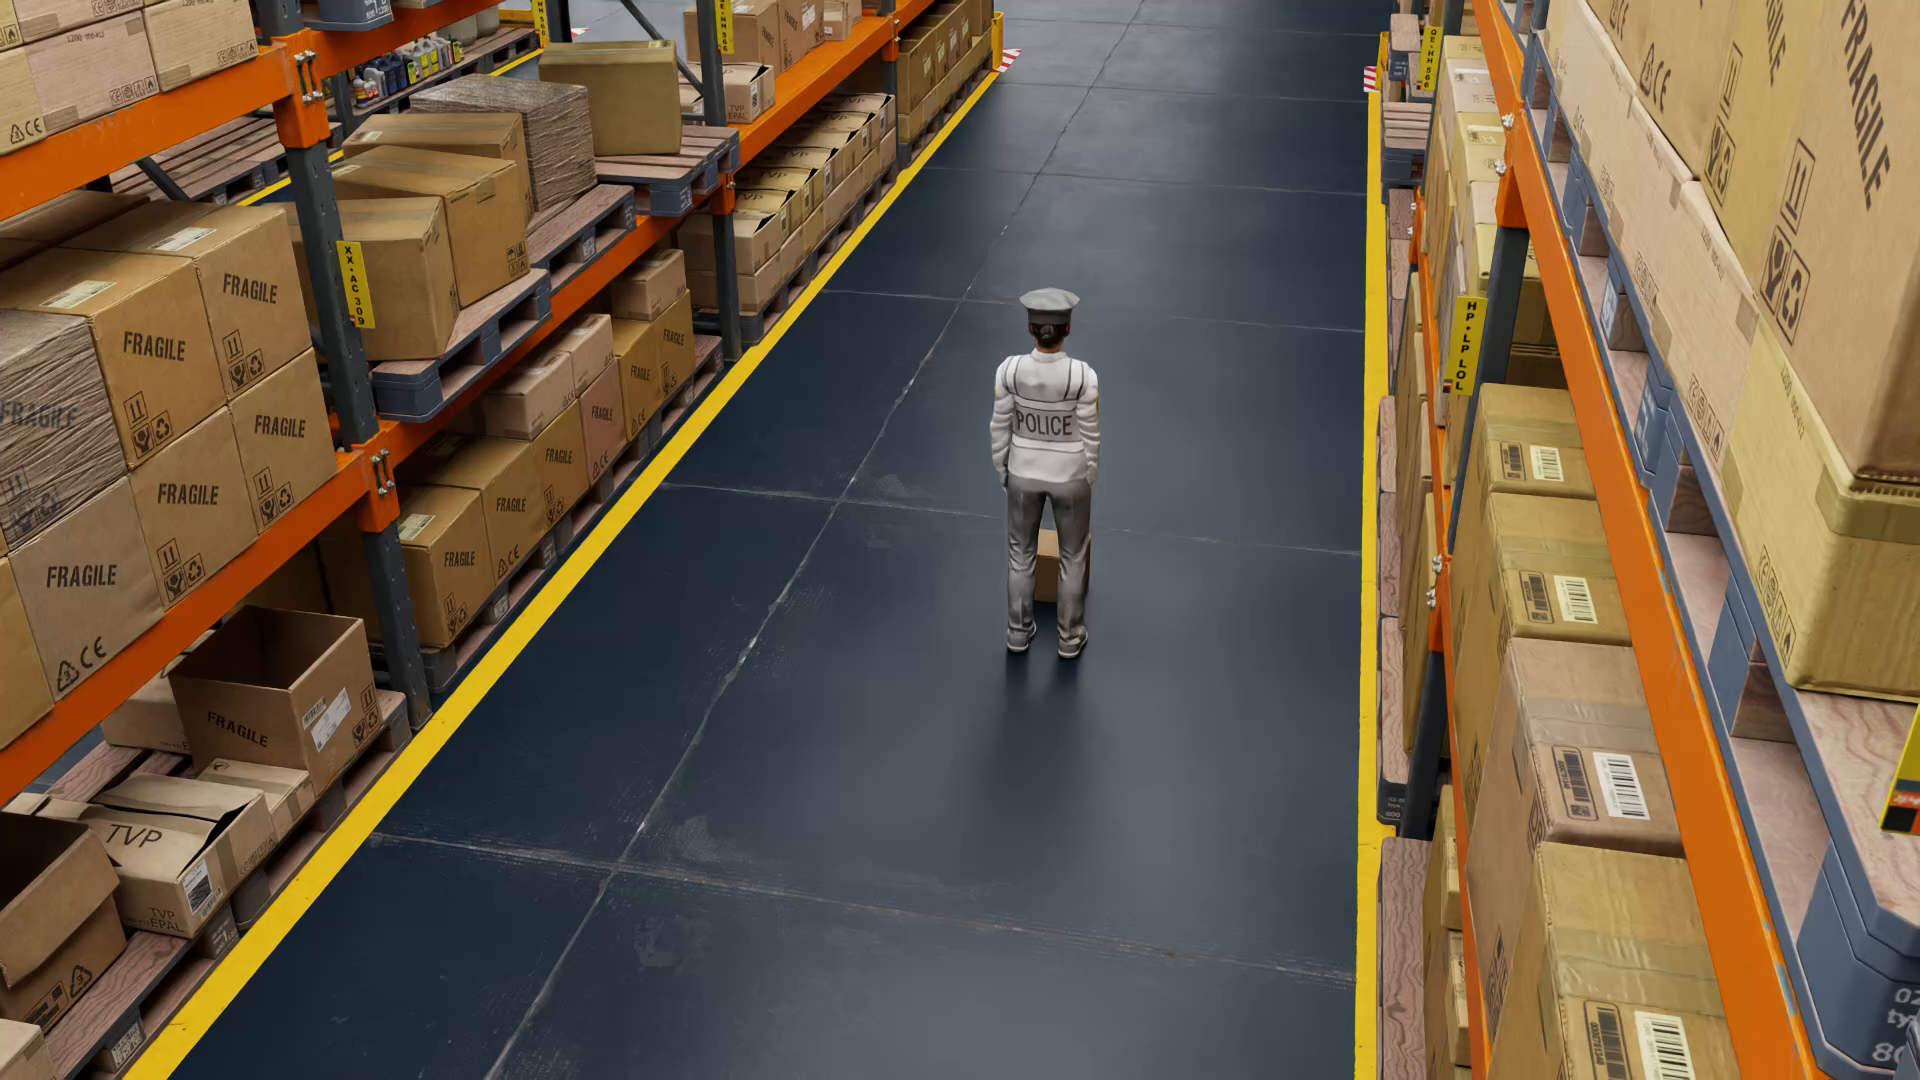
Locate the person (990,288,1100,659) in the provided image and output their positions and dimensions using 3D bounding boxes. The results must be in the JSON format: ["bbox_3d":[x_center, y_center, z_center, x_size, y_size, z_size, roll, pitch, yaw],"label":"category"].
[{"bbox_3d":[0.362,-0.266,7.113,0.471,1.661,0.327,7,30,12],"label":"person"}]
